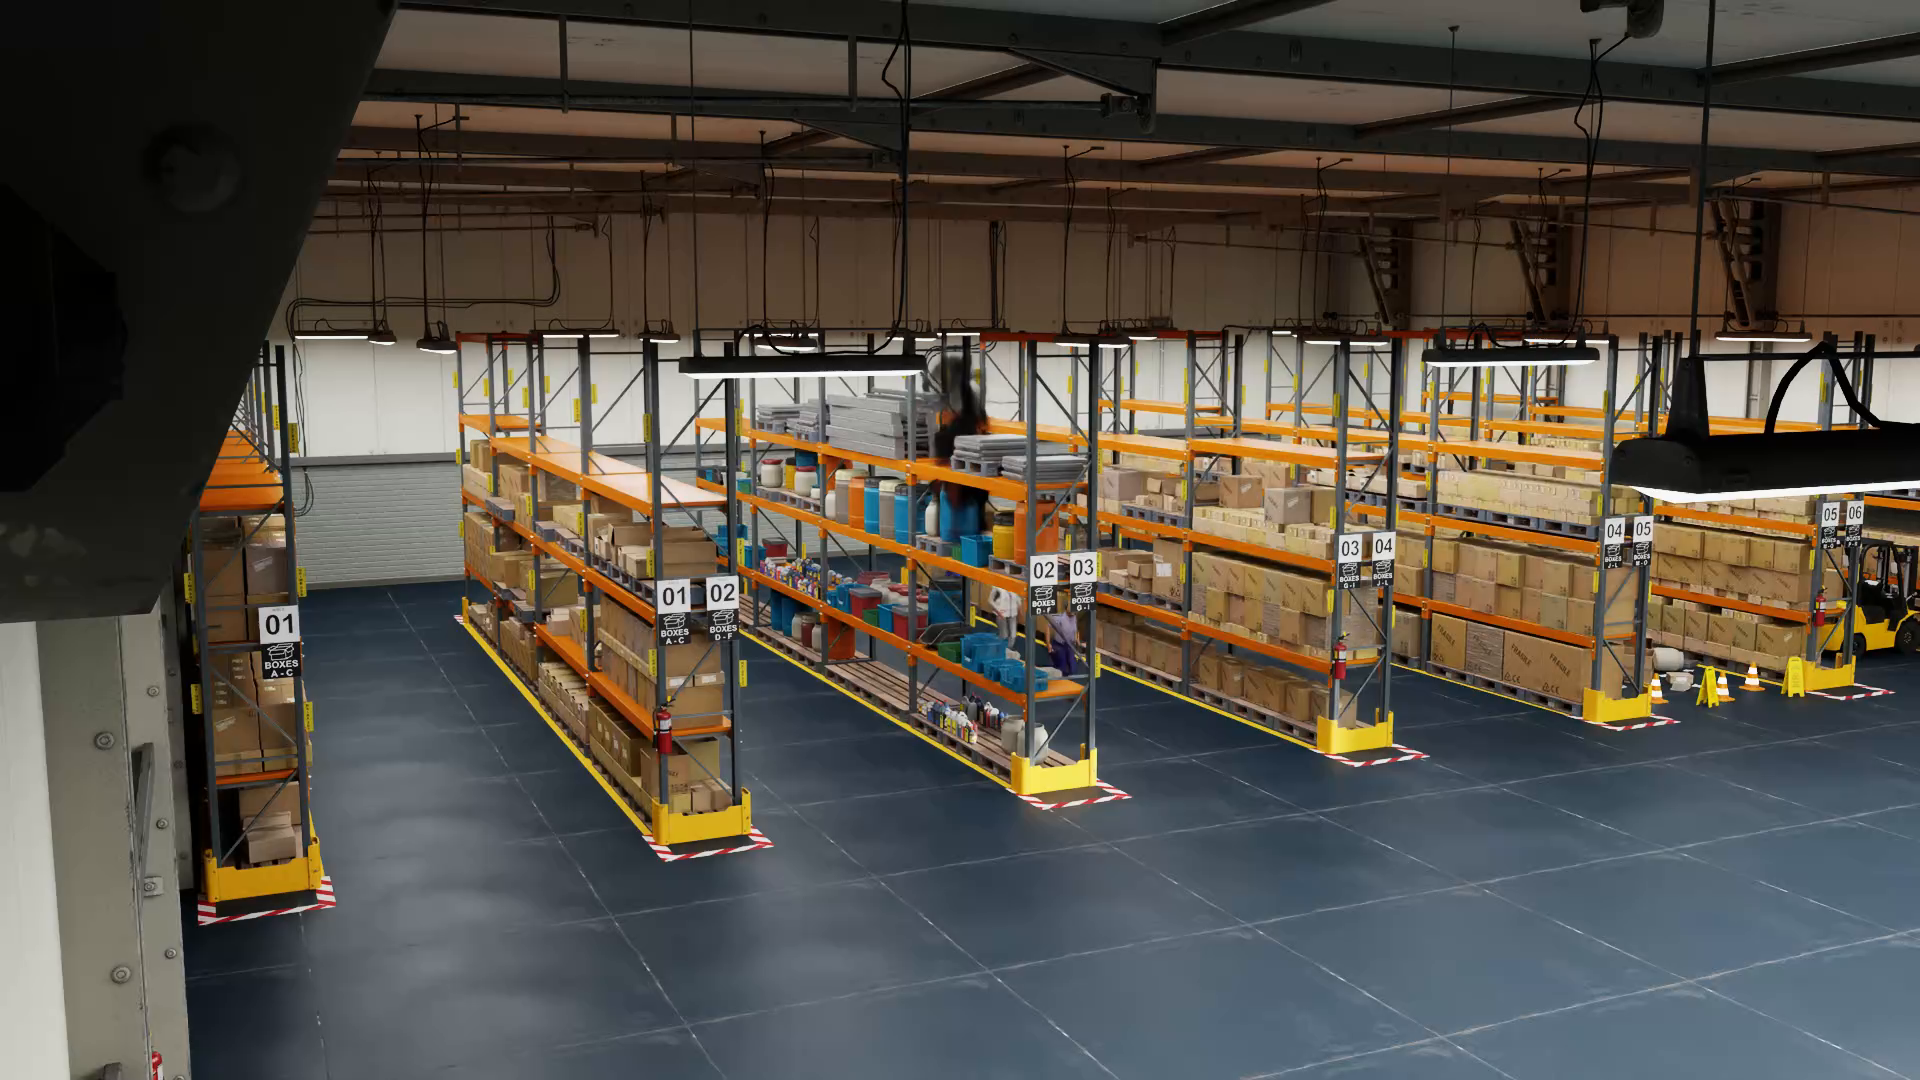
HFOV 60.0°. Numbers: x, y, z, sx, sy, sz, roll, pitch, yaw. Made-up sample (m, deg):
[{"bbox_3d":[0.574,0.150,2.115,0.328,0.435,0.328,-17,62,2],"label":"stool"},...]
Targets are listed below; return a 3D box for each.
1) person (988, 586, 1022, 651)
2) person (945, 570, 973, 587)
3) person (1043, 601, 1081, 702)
[{"bbox_3d":[0.829,1.370,30.519,0.682,1.752,0.605,-4,9,-29],"label":"person"},{"bbox_3d":[0.038,1.094,33.296,0.560,1.523,0.573,-4,9,-27],"label":"person"},{"bbox_3d":[1.612,1.750,26.493,0.637,1.612,0.668,-6,10,-37],"label":"person"}]
